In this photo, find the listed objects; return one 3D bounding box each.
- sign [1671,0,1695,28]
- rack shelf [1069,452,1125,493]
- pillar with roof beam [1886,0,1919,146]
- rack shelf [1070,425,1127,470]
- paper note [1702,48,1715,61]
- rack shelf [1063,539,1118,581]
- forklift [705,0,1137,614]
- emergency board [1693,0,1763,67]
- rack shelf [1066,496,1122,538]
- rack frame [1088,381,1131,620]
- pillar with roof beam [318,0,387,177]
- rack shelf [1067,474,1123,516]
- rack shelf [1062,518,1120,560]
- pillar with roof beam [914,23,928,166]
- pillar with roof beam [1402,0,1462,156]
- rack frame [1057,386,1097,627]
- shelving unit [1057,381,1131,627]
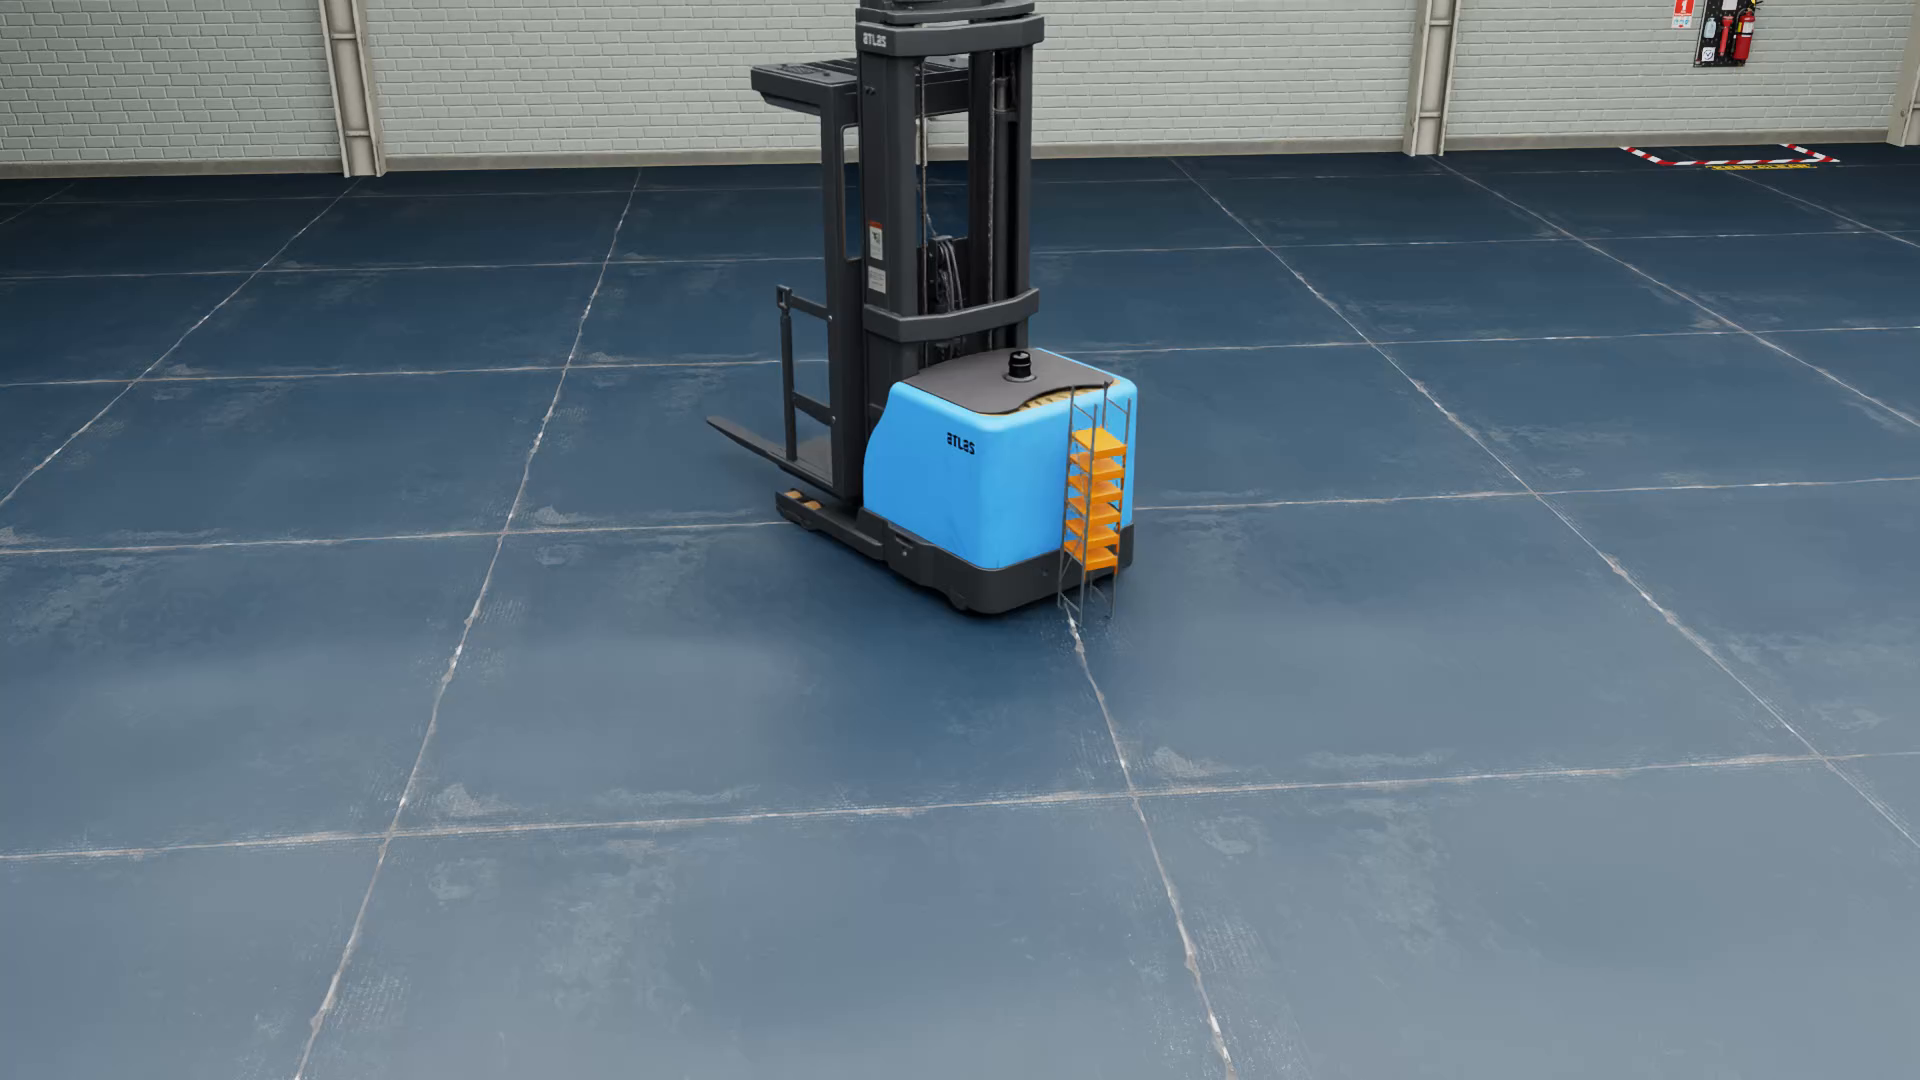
[{"bbox_3d":[8.342,-6.076,19.182,0.234,0.329,0.001,-2,24,-5],"label":"sign"},{"bbox_3d":[0.654,-0.337,8.029,0.180,0.103,0.258,-11,30,-23],"label":"rack shelf"},{"bbox_3d":[11.789,-7.124,14.199,0.400,9.000,9.100,-2,24,-5],"label":"pillar with roof beam"},{"bbox_3d":[0.658,-0.443,7.973,0.180,0.103,0.258,-11,30,-23],"label":"rack shelf"},{"bbox_3d":[8.720,-5.658,19.371,0.142,0.148,0.016,-2,24,-5],"label":"paper note"},{"bbox_3d":[0.640,0.087,8.254,0.180,0.103,0.258,-11,30,-23],"label":"rack shelf"},{"bbox_3d":[-0.396,-1.503,9.023,1.130,2.935,3.031,-18,30,-35],"label":"forklift"},{"bbox_3d":[8.903,-6.040,19.145,0.643,1.169,0.194,-2,24,-5],"label":"emergency board"},{"bbox_3d":[0.647,-0.125,8.142,0.180,0.103,0.258,-11,30,-23],"label":"rack shelf"},{"bbox_3d":[0.731,-0.181,8.157,0.006,1.200,0.240,-11,30,-23],"label":"rack frame"},{"bbox_3d":[-6.124,-6.406,12.583,0.400,9.000,9.100,-2,24,-5],"label":"pillar with roof beam"},{"bbox_3d":[0.650,-0.231,8.086,0.180,0.103,0.258,-11,30,-23],"label":"rack shelf"},{"bbox_3d":[0.643,-0.019,8.198,0.180,0.103,0.258,-11,30,-23],"label":"rack shelf"},{"bbox_3d":[-0.153,-6.645,13.121,0.400,9.000,9.100,-2,24,-5],"label":"pillar with roof beam"},{"bbox_3d":[5.818,-6.885,13.660,0.400,9.000,9.100,-2,24,-5],"label":"pillar with roof beam"},{"bbox_3d":[0.566,-0.148,8.085,0.006,1.200,0.240,-11,30,-23],"label":"rack frame"},{"bbox_3d":[0.648,-0.165,8.121,0.189,1.200,0.258,-11,30,-23],"label":"shelving unit"}]
